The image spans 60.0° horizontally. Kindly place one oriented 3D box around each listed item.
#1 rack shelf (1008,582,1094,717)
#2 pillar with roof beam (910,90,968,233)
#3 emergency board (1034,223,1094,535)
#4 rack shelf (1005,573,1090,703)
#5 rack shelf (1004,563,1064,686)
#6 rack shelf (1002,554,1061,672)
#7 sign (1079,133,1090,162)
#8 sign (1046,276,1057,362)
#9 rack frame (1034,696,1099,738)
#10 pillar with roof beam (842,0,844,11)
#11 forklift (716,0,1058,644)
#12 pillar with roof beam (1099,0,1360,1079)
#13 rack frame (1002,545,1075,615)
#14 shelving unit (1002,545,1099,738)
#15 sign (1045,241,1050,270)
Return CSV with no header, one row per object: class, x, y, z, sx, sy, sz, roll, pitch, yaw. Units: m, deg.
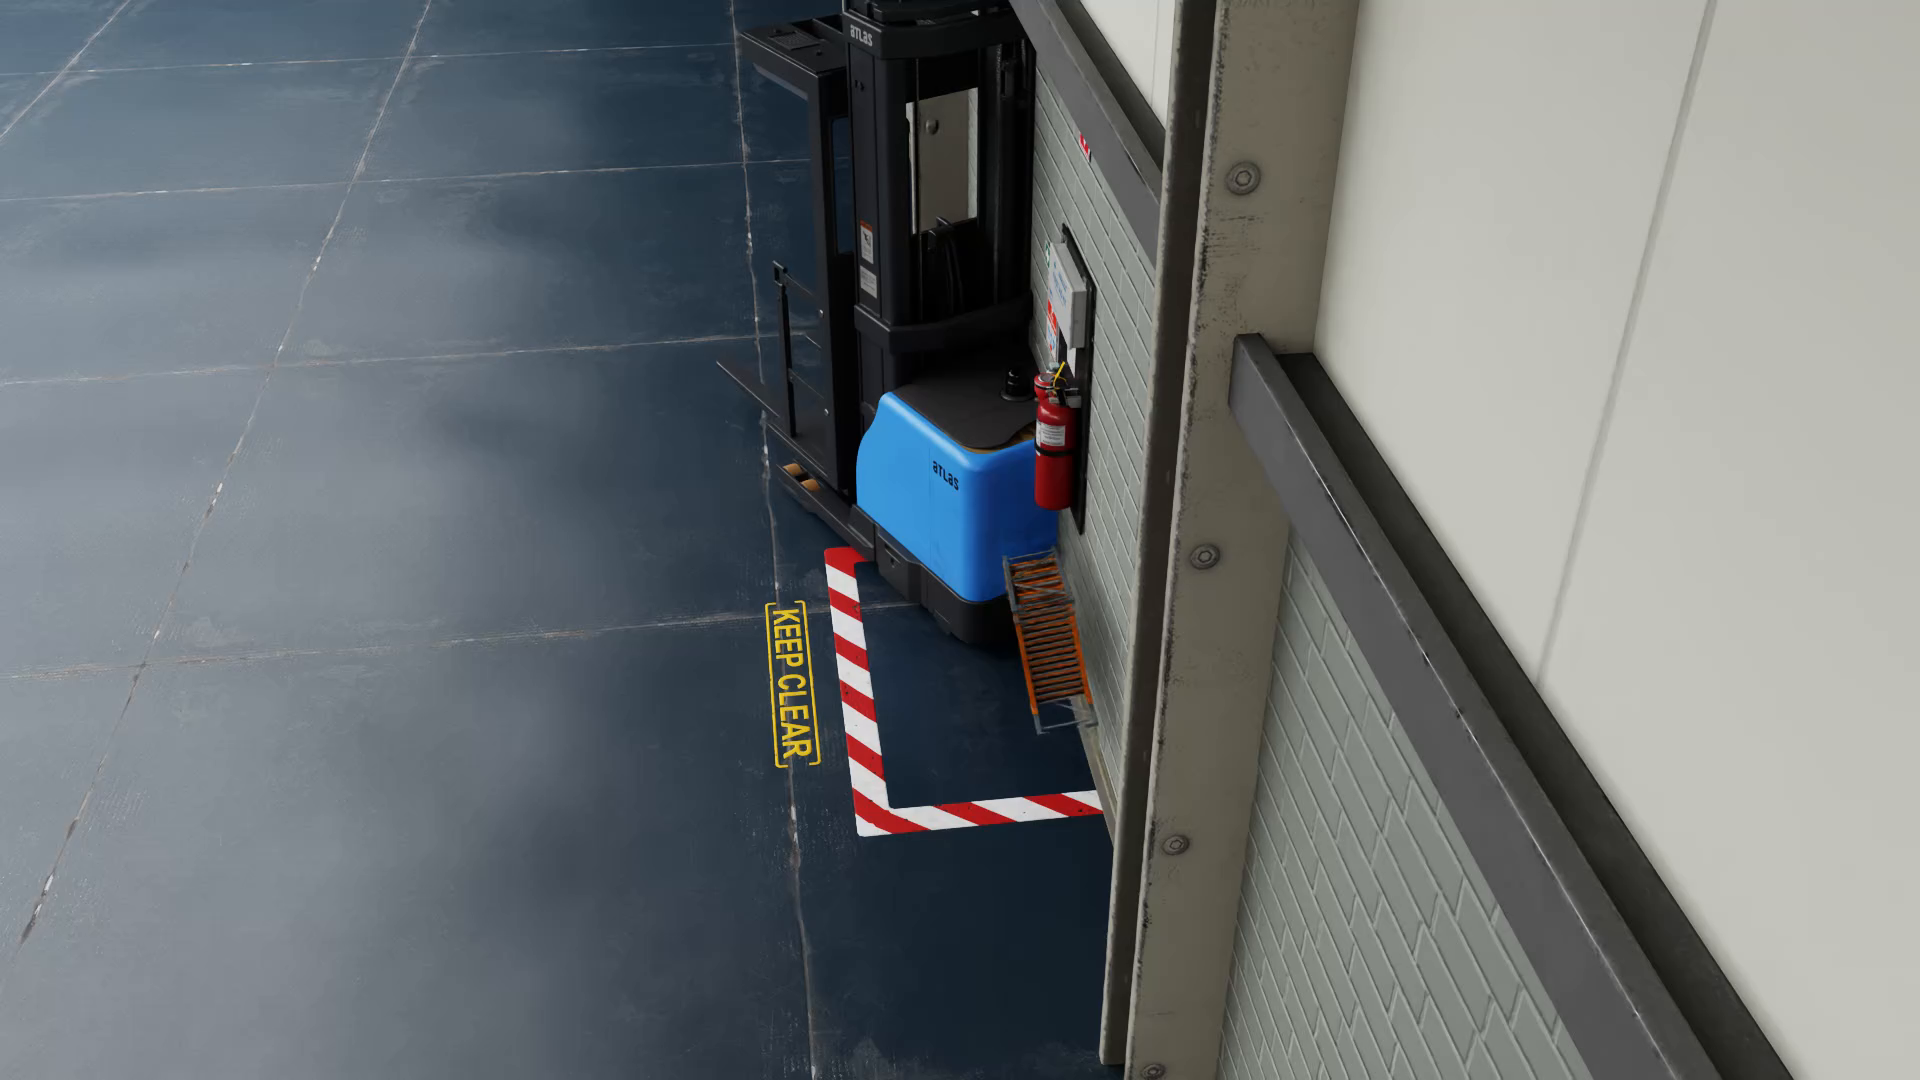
rack shelf,0.362,0.433,6.625,0.258,0.480,0.148,-12,9,2
pillar with roof beam,-4.390,-4.786,7.782,9.100,9.000,0.400,-4,35,-6
emergency board,0.388,-0.666,7.064,0.194,1.169,0.643,-4,35,-6
rack shelf,0.361,0.400,6.821,0.258,0.480,0.148,-12,9,2
rack shelf,0.360,0.363,7.042,0.258,0.480,0.148,-12,9,2
rack shelf,0.358,0.324,7.275,0.258,0.480,0.148,-12,9,2
sign,0.485,-1.636,6.429,0.001,0.298,0.199,-4,35,-6
sign,0.416,-0.997,7.518,0.001,0.329,0.234,-4,35,-6
rack frame,0.410,0.625,6.927,0.240,0.015,1.200,-12,9,2
pillar with roof beam,-5.197,-8.134,12.695,9.100,9.000,0.400,-4,35,-6
forklift,-0.348,-1.506,8.358,1.130,2.935,3.031,-21,39,-27
pillar with roof beam,-3.583,-1.437,2.869,9.100,9.000,0.400,-4,35,-6
rack frame,0.311,0.154,6.848,0.240,0.015,1.200,-12,9,2
shelving unit,0.360,0.389,6.887,0.258,0.503,1.200,-12,9,2
sign,0.407,-1.213,7.364,0.001,0.109,0.331,-4,35,-6
